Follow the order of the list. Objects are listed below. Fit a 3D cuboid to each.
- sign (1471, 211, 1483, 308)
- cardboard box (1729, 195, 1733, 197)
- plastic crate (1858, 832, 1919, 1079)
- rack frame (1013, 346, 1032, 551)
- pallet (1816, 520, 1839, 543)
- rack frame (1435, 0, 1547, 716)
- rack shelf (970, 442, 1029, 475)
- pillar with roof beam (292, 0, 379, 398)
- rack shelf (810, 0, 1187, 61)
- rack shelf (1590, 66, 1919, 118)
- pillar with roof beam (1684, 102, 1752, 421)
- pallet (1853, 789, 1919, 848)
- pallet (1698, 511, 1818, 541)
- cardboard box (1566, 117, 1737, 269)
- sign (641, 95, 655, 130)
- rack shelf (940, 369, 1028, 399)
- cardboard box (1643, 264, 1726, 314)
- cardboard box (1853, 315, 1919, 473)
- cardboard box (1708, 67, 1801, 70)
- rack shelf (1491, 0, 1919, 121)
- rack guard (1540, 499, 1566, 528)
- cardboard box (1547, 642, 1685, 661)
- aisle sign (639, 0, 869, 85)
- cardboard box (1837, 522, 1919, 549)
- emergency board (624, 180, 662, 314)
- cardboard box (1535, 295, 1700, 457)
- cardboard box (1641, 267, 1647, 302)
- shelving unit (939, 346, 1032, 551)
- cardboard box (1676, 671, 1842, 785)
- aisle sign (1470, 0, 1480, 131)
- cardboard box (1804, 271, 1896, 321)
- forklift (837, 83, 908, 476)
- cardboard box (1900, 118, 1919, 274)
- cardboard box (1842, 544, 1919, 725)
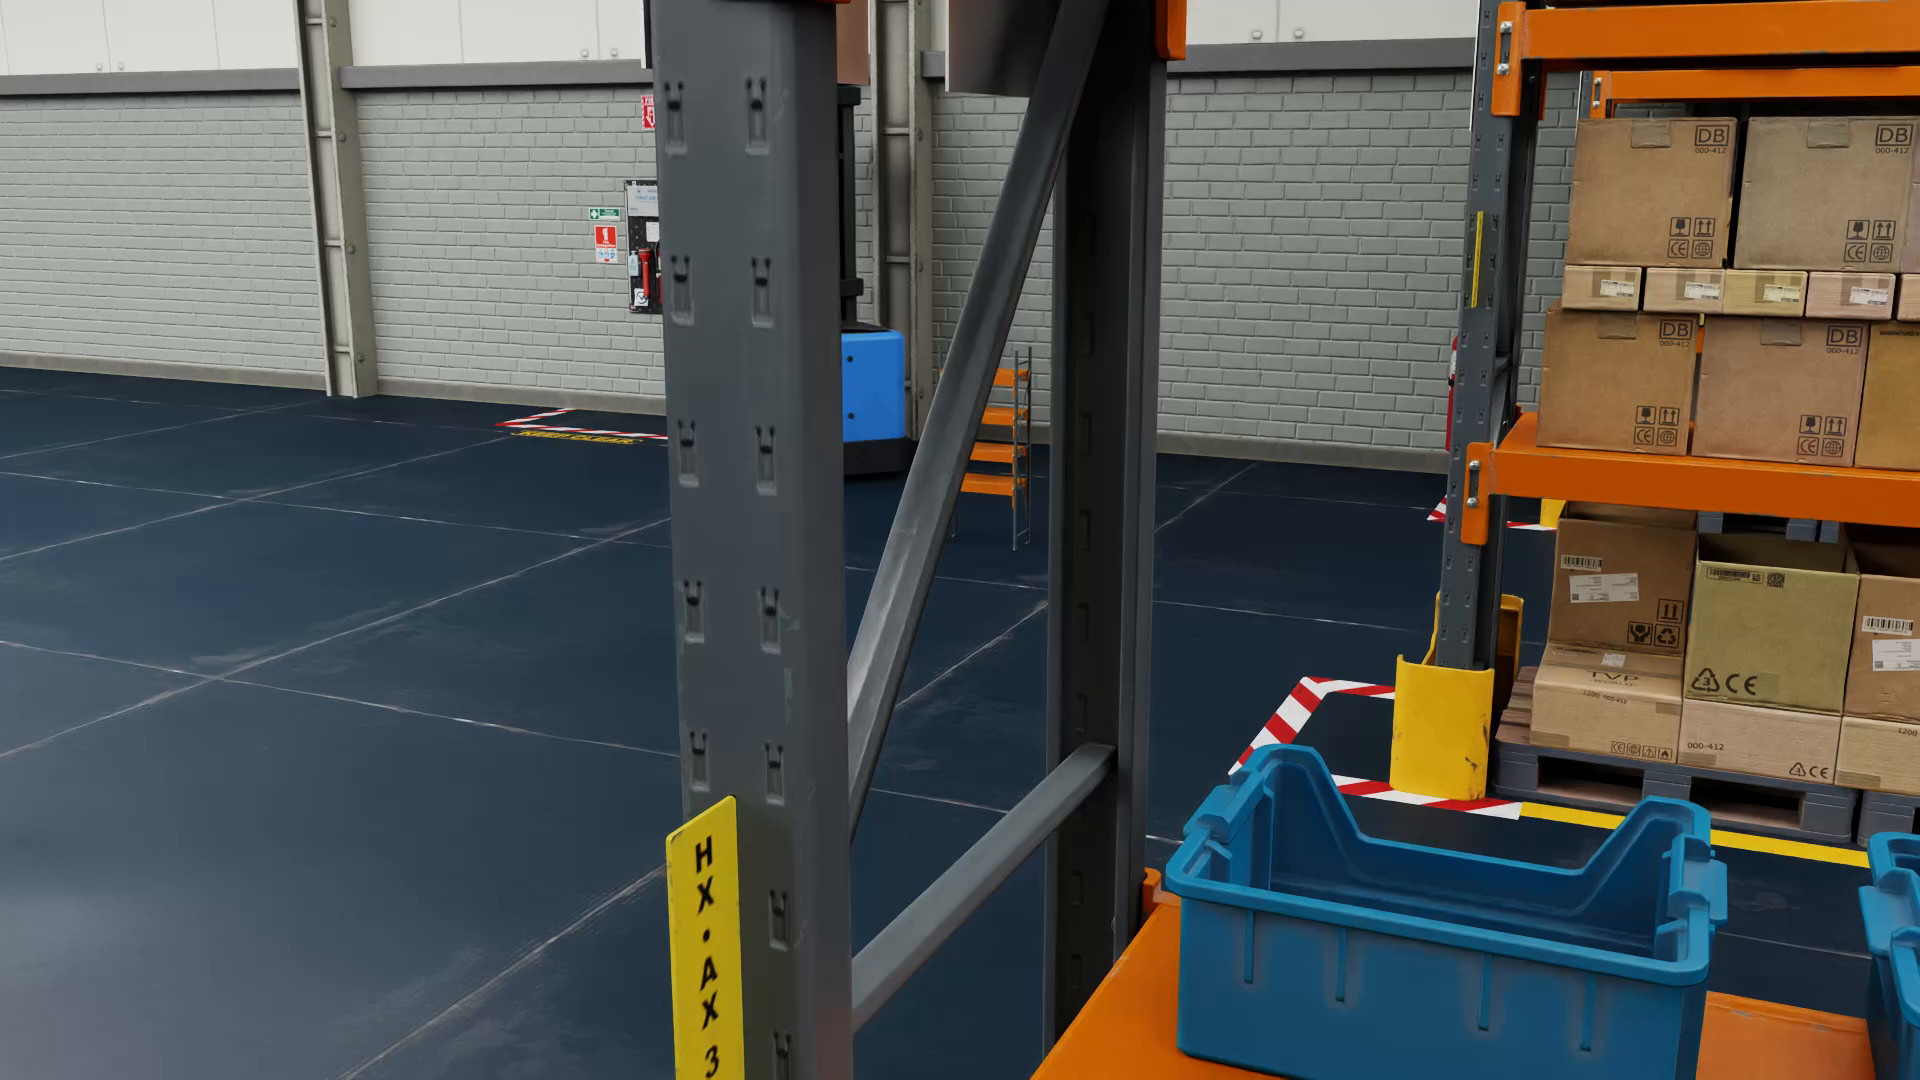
[{"bbox_3d":[1.790,-0.970,5.755,0.005,0.325,0.100,6,14,23],"label":"sign"},{"bbox_3d":[4.997,-1.914,10.490,0.500,0.500,0.500,6,14,24],"label":"cardboard box"},{"bbox_3d":[1.181,0.526,1.771,0.408,0.251,0.499,6,14,23],"label":"plastic crate"},{"bbox_3d":[0.374,-0.546,9.956,0.015,1.200,0.240,6,14,23],"label":"rack frame"},{"bbox_3d":[5.933,-0.100,10.219,1.213,0.211,1.003,6,14,23],"label":"pallet"},{"bbox_3d":[2.021,-0.625,6.354,0.127,3.000,1.000,6,14,23],"label":"rack frame"},{"bbox_3d":[0.151,-0.503,10.068,0.480,0.148,0.258,6,14,23],"label":"rack shelf"},{"bbox_3d":[-7.701,-4.908,11.474,0.400,9.000,9.100,6,14,23],"label":"pillar with roof beam"},{"bbox_3d":[1.839,-0.516,0.897,4.000,0.370,1.077,6,14,23],"label":"rack shelf"},{"bbox_3d":[5.852,-2.585,9.716,4.000,0.370,1.077,6,14,23],"label":"rack shelf"},{"bbox_3d":[3.270,-3.798,6.742,0.400,9.000,9.100,6,14,23],"label":"pillar with roof beam"},{"bbox_3d":[3.848,0.907,5.926,1.213,0.211,1.003,6,14,23],"label":"pallet"},{"bbox_3d":[4.821,-0.213,10.702,1.213,0.211,1.003,6,14,23],"label":"pallet"},{"bbox_3d":[2.491,-1.255,5.978,0.500,0.500,0.700,6,14,23],"label":"cardboard box"},{"bbox_3d":[-2.683,-3.718,14.460,0.199,0.298,0.001,6,14,23],"label":"sign"},{"bbox_3d":[0.151,-0.951,9.963,0.480,0.148,0.258,6,14,23],"label":"rack shelf"},{"bbox_3d":[2.535,-0.885,5.820,0.250,0.149,0.380,5,14,22],"label":"cardboard box"},{"bbox_3d":[3.376,-0.534,5.743,0.500,0.500,0.700,6,14,24],"label":"cardboard box"},{"bbox_3d":[4.705,-3.039,9.811,0.500,0.500,0.500,7,15,27],"label":"cardboard box"},{"bbox_3d":[3.849,-1.550,5.305,4.000,0.370,1.077,6,14,23],"label":"rack shelf"},{"bbox_3d":[4.093,-0.436,11.021,0.348,0.500,1.175,6,14,23],"label":"rack guard"},{"bbox_3d":[2.631,0.497,6.672,0.500,0.250,0.500,6,14,23],"label":"cardboard box"},{"bbox_3d":[-0.174,-0.802,1.417,0.004,0.787,0.394,6,14,23],"label":"aisle sign"},{"bbox_3d":[3.552,0.221,6.207,0.500,0.500,0.500,6,14,23],"label":"cardboard box"},{"bbox_3d":[-2.716,-2.568,14.633,0.643,1.169,0.194,6,14,23],"label":"emergency board"},{"bbox_3d":[2.442,-0.628,6.147,0.500,0.500,0.700,6,14,23],"label":"cardboard box"},{"bbox_3d":[2.687,-0.970,6.186,0.250,0.149,0.380,6,15,25],"label":"cardboard box"},{"bbox_3d":[0.151,-0.569,10.052,0.503,1.200,0.258,6,14,23],"label":"shelving unit"},{"bbox_3d":[2.879,0.650,6.017,0.500,0.250,0.500,6,14,23],"label":"cardboard box"},{"bbox_3d":[1.836,-1.833,5.810,0.004,0.787,0.394,6,14,23],"label":"aisle sign"},{"bbox_3d":[2.992,-0.838,5.619,0.250,0.149,0.380,6,14,22],"label":"cardboard box"},{"bbox_3d":[-1.442,-2.134,12.932,1.130,2.935,3.031,-6,14,-23],"label":"forklift"},{"bbox_3d":[3.435,-1.161,5.578,0.500,0.500,0.700,6,14,23],"label":"cardboard box"},{"bbox_3d":[3.341,0.329,5.744,0.500,0.500,0.500,6,14,23],"label":"cardboard box"}]
